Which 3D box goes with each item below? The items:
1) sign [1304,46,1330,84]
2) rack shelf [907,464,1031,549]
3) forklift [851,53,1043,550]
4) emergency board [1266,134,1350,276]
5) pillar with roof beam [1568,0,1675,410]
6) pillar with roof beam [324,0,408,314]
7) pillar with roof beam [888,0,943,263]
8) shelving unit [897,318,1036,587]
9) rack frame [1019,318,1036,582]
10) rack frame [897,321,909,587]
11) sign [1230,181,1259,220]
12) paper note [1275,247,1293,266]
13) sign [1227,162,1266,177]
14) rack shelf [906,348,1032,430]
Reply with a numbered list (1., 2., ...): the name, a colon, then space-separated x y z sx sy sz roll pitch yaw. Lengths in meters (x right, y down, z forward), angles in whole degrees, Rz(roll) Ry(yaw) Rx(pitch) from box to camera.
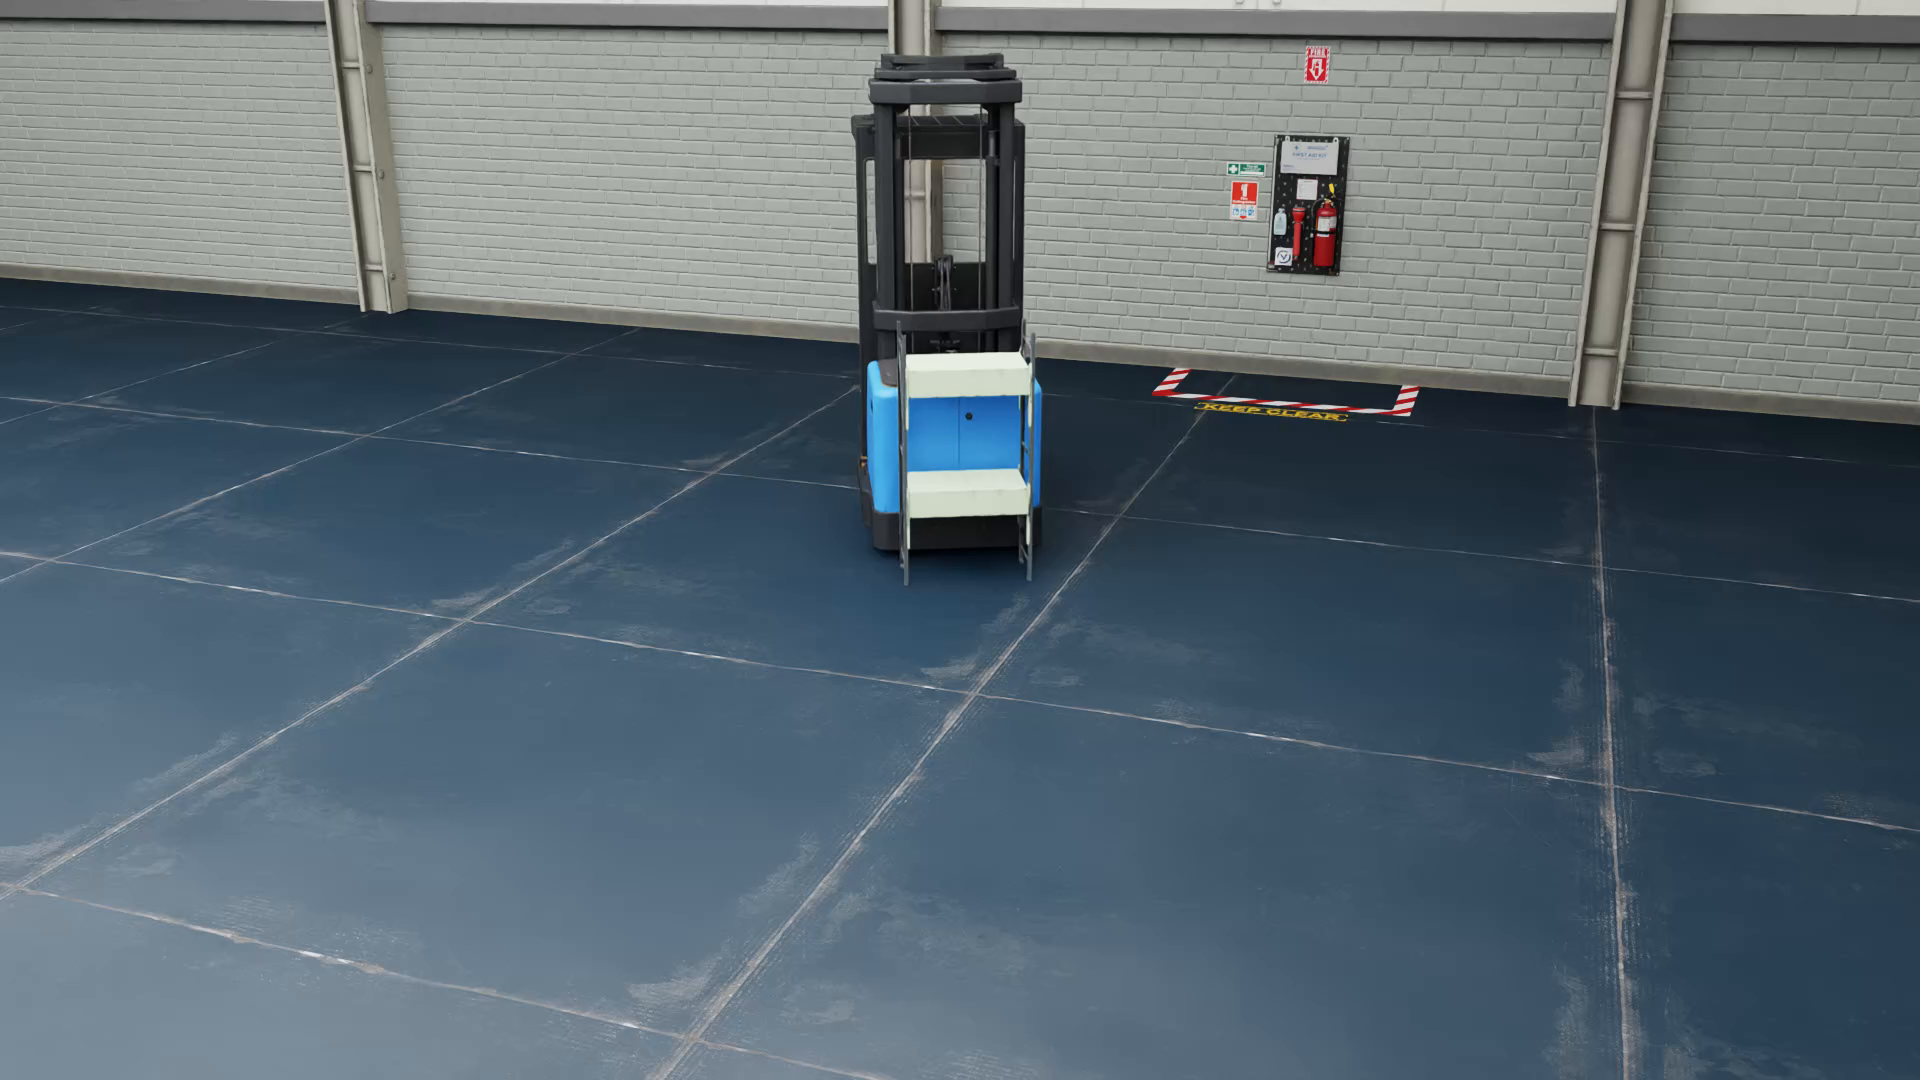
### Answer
1. sign: 2.973 -3.957 13.850 0.199 0.298 0.001 7 20 18
2. rack shelf: 0.030 -0.203 9.871 0.720 0.370 0.431 -2 19 -6
3. forklift: -0.151 -1.761 11.176 1.130 2.935 3.031 -2 19 -5
4. emergency board: 2.948 -2.831 14.140 0.643 1.169 0.194 7 20 18
5. pillar with roof beam: 3.857 -4.046 8.513 0.400 9.000 9.100 7 20 18
6. pillar with roof beam: -7.478 -5.343 12.231 0.400 9.000 9.100 7 20 18
7. pillar with roof beam: -1.810 -4.694 10.372 0.400 9.000 9.100 7 20 18
8. shelving unit: 0.030 -0.511 9.764 0.755 1.500 0.431 -2 19 -6
9. rack frame: 0.394 -0.524 9.801 0.023 1.500 0.400 -2 19 -6
10. rack frame: -0.334 -0.498 9.726 0.023 1.500 0.400 -2 19 -6
11. sign: 2.460 -2.939 14.398 0.234 0.329 0.001 7 20 18
12. paper note: 2.804 -2.455 14.401 0.142 0.148 0.016 7 20 18
13. sign: 2.461 -3.186 14.301 0.331 0.109 0.001 7 20 18
14. rack shelf: 0.030 -0.880 9.635 0.720 0.370 0.431 -2 19 -6
